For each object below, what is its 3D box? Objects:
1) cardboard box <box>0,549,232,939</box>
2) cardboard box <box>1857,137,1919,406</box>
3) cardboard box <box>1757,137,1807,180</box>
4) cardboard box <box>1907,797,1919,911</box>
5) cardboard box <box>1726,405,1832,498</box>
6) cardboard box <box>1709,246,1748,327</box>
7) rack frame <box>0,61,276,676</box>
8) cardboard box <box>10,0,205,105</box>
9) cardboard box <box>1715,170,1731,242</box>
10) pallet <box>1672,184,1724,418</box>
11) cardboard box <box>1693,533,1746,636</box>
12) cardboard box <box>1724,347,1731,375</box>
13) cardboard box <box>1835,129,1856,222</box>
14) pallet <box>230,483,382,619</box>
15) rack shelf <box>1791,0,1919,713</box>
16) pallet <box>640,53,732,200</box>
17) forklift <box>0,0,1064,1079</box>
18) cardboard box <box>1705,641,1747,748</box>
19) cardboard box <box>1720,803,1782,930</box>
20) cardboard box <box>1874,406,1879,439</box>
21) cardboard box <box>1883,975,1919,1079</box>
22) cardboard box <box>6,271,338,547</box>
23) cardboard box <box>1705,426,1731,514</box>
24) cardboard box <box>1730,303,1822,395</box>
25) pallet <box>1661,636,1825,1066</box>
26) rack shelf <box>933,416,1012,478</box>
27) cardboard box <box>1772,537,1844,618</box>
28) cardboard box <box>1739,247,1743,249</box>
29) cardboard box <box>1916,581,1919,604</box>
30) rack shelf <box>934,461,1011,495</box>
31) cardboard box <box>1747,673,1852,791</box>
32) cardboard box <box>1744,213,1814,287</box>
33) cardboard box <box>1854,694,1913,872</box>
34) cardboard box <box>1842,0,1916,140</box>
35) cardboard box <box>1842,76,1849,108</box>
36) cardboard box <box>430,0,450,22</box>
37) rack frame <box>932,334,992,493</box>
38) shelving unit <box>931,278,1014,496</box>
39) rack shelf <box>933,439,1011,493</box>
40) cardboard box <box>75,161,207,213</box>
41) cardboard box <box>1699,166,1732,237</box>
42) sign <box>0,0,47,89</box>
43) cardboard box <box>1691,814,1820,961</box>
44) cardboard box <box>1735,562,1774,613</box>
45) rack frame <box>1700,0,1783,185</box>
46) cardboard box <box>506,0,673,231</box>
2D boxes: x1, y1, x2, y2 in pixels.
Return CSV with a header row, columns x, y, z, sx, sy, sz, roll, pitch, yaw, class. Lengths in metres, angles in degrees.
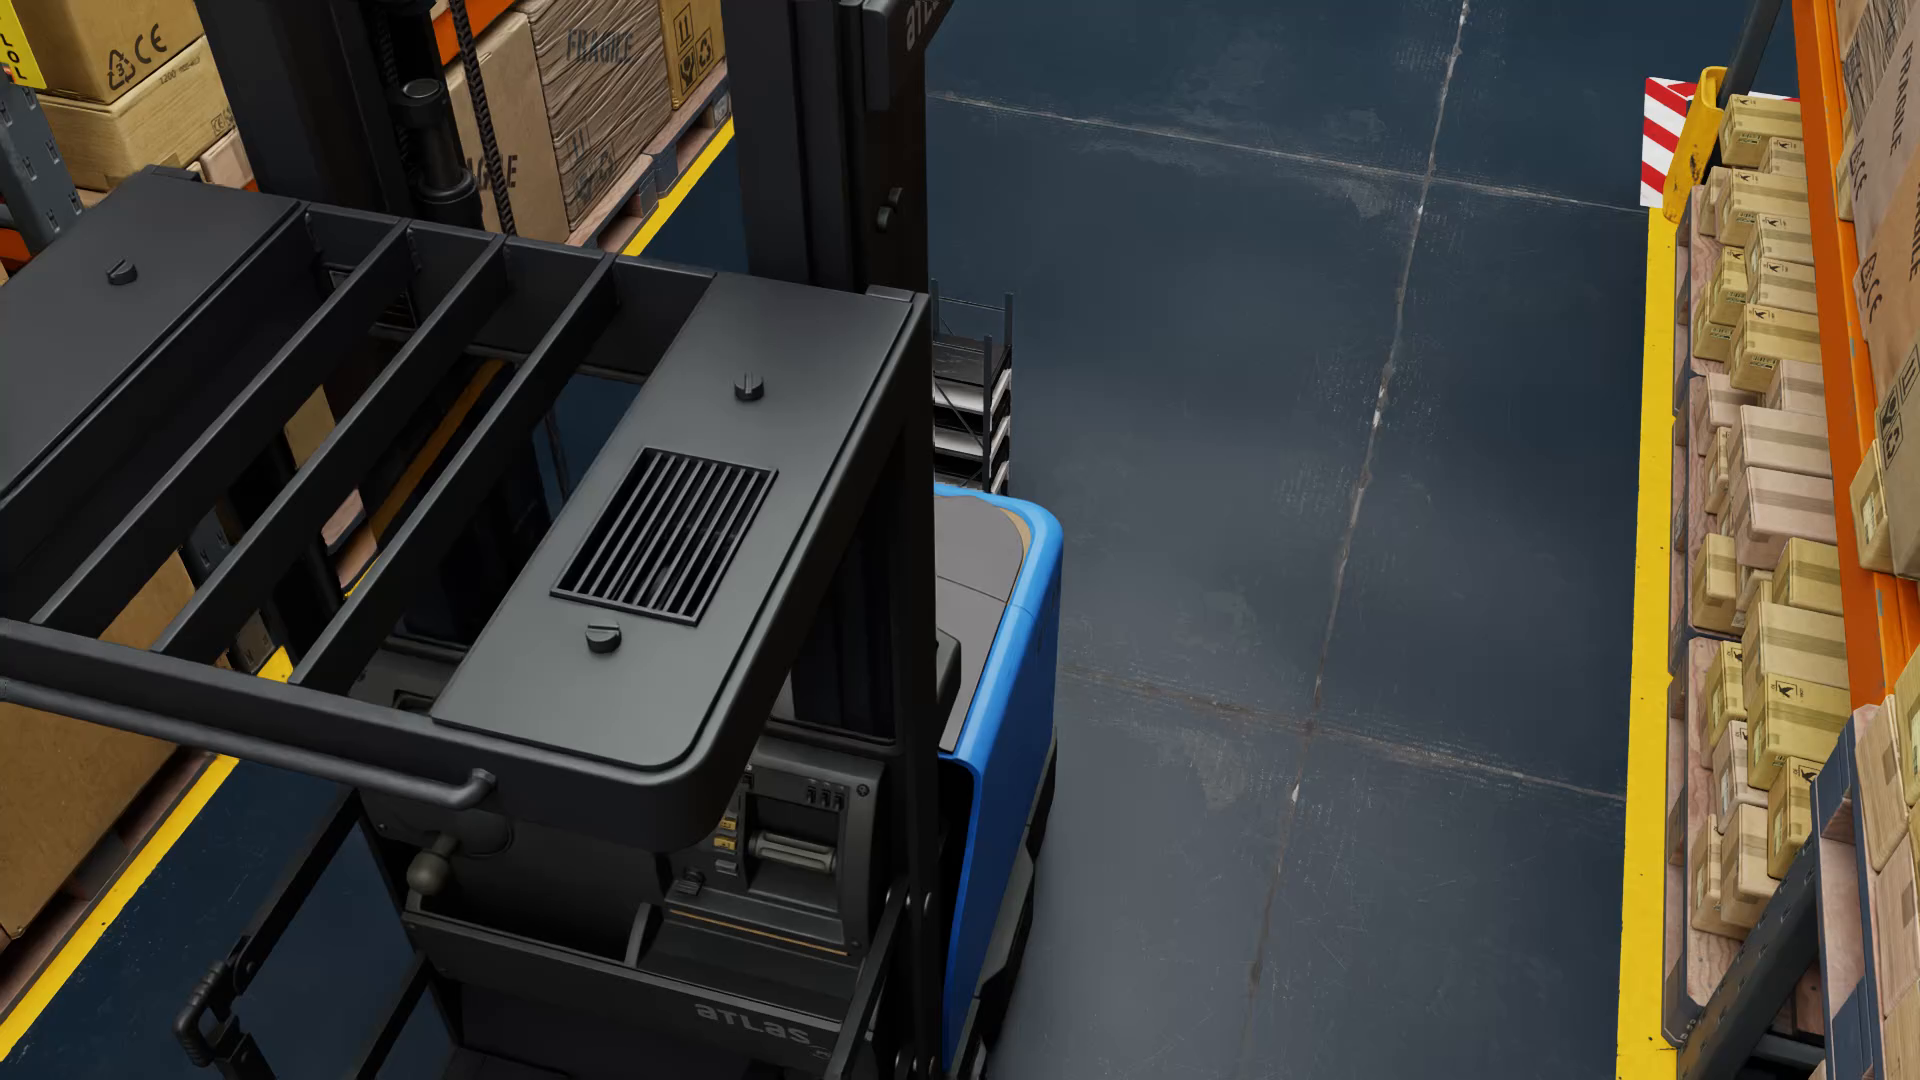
x,y,z,sx,sy,sz,roll,pitch,yaw,class
-2.693,0.227,4.092,1.225,0.875,0.875,13,46,13,cardboard box
2.214,-0.565,3.399,0.500,0.500,0.500,11,46,11,cardboard box
2.939,-1.218,5.663,0.380,0.149,0.250,13,46,13,cardboard box
1.544,0.477,2.285,0.380,0.149,0.250,12,46,12,cardboard box
2.363,-0.216,4.639,0.380,0.149,0.250,11,45,11,cardboard box
2.679,-0.803,5.452,0.380,0.149,0.250,14,46,14,cardboard box
-2.518,-0.813,3.936,1.000,3.000,0.127,13,46,13,rack frame
-2.129,-1.399,3.893,0.500,0.500,0.500,13,46,13,cardboard box
2.850,-1.133,5.789,0.380,0.149,0.250,12,46,12,cardboard box
3.087,-0.780,5.896,1.003,0.211,1.213,13,46,13,pallet
2.286,0.150,4.690,0.380,0.149,0.250,12,46,12,cardboard box
2.688,-0.515,5.369,0.380,0.149,0.250,13,46,13,cardboard box
2.447,-0.903,4.207,0.380,0.149,0.250,13,46,13,cardboard box
-2.213,-0.307,5.412,1.003,0.211,1.213,13,46,13,pallet
2.784,-0.771,4.408,1.077,0.370,4.000,13,46,13,rack shelf
-1.474,-1.933,7.074,1.003,0.211,1.213,13,46,13,pallet
-0.638,0.543,2.599,1.130,2.935,3.031,11,45,11,forklift
2.105,0.425,4.197,0.380,0.149,0.250,11,45,11,cardboard box
1.971,0.790,3.823,0.380,0.149,0.250,13,46,13,cardboard box
2.154,-0.205,3.495,0.380,0.149,0.250,14,46,14,cardboard box
1.463,0.762,2.206,0.380,0.149,0.250,13,46,13,cardboard box
-2.242,-0.627,4.965,0.875,0.875,0.875,13,46,13,cardboard box
2.471,-0.177,5.024,0.380,0.149,0.250,13,46,13,cardboard box
2.528,-0.546,4.976,0.380,0.149,0.250,13,46,13,cardboard box
2.348,0.847,4.234,1.003,0.211,1.213,13,46,13,pallet
0.002,-0.303,4.964,0.258,0.077,0.200,13,46,12,rack shelf
2.299,0.166,4.248,0.380,0.149,0.250,14,46,14,cardboard box
2.856,-0.852,5.714,0.380,0.149,0.250,13,46,13,cardboard box
2.042,0.155,3.127,0.380,0.149,0.250,12,46,12,cardboard box
0.002,-0.175,5.090,0.258,0.077,0.200,13,46,12,rack shelf
2.078,0.490,3.917,0.380,0.149,0.250,13,46,13,cardboard box
2.744,-0.895,5.332,0.380,0.149,0.250,10,45,11,cardboard box
1.621,0.410,2.566,0.380,0.149,0.250,11,45,11,cardboard box
2.544,-1.236,4.084,0.500,0.500,0.500,11,46,11,cardboard box
2.654,-1.243,4.555,0.380,0.149,0.250,12,46,12,cardboard box
-1.719,-1.714,5.036,0.380,0.149,0.250,13,46,13,cardboard box
-0.028,-0.259,4.872,0.240,0.900,0.006,13,46,12,rack frame
0.002,-0.327,4.941,0.258,0.900,0.210,13,46,12,shelving unit
0.002,-0.239,5.027,0.258,0.077,0.200,13,46,12,rack shelf
-2.111,-0.850,4.153,0.380,0.149,0.250,13,46,13,cardboard box
2.926,-1.211,6.081,0.380,0.149,0.250,13,46,13,cardboard box
-1.998,-1.090,3.448,0.100,0.325,0.005,13,46,13,sign
1.973,0.840,3.985,0.380,0.149,0.250,13,46,13,cardboard box
2.333,0.105,4.524,0.380,0.149,0.250,14,46,13,cardboard box
3.390,-2.361,5.518,1.000,3.000,0.127,13,46,13,rack frame
-1.700,-1.820,6.184,0.875,0.875,0.875,13,46,13,cardboard box
